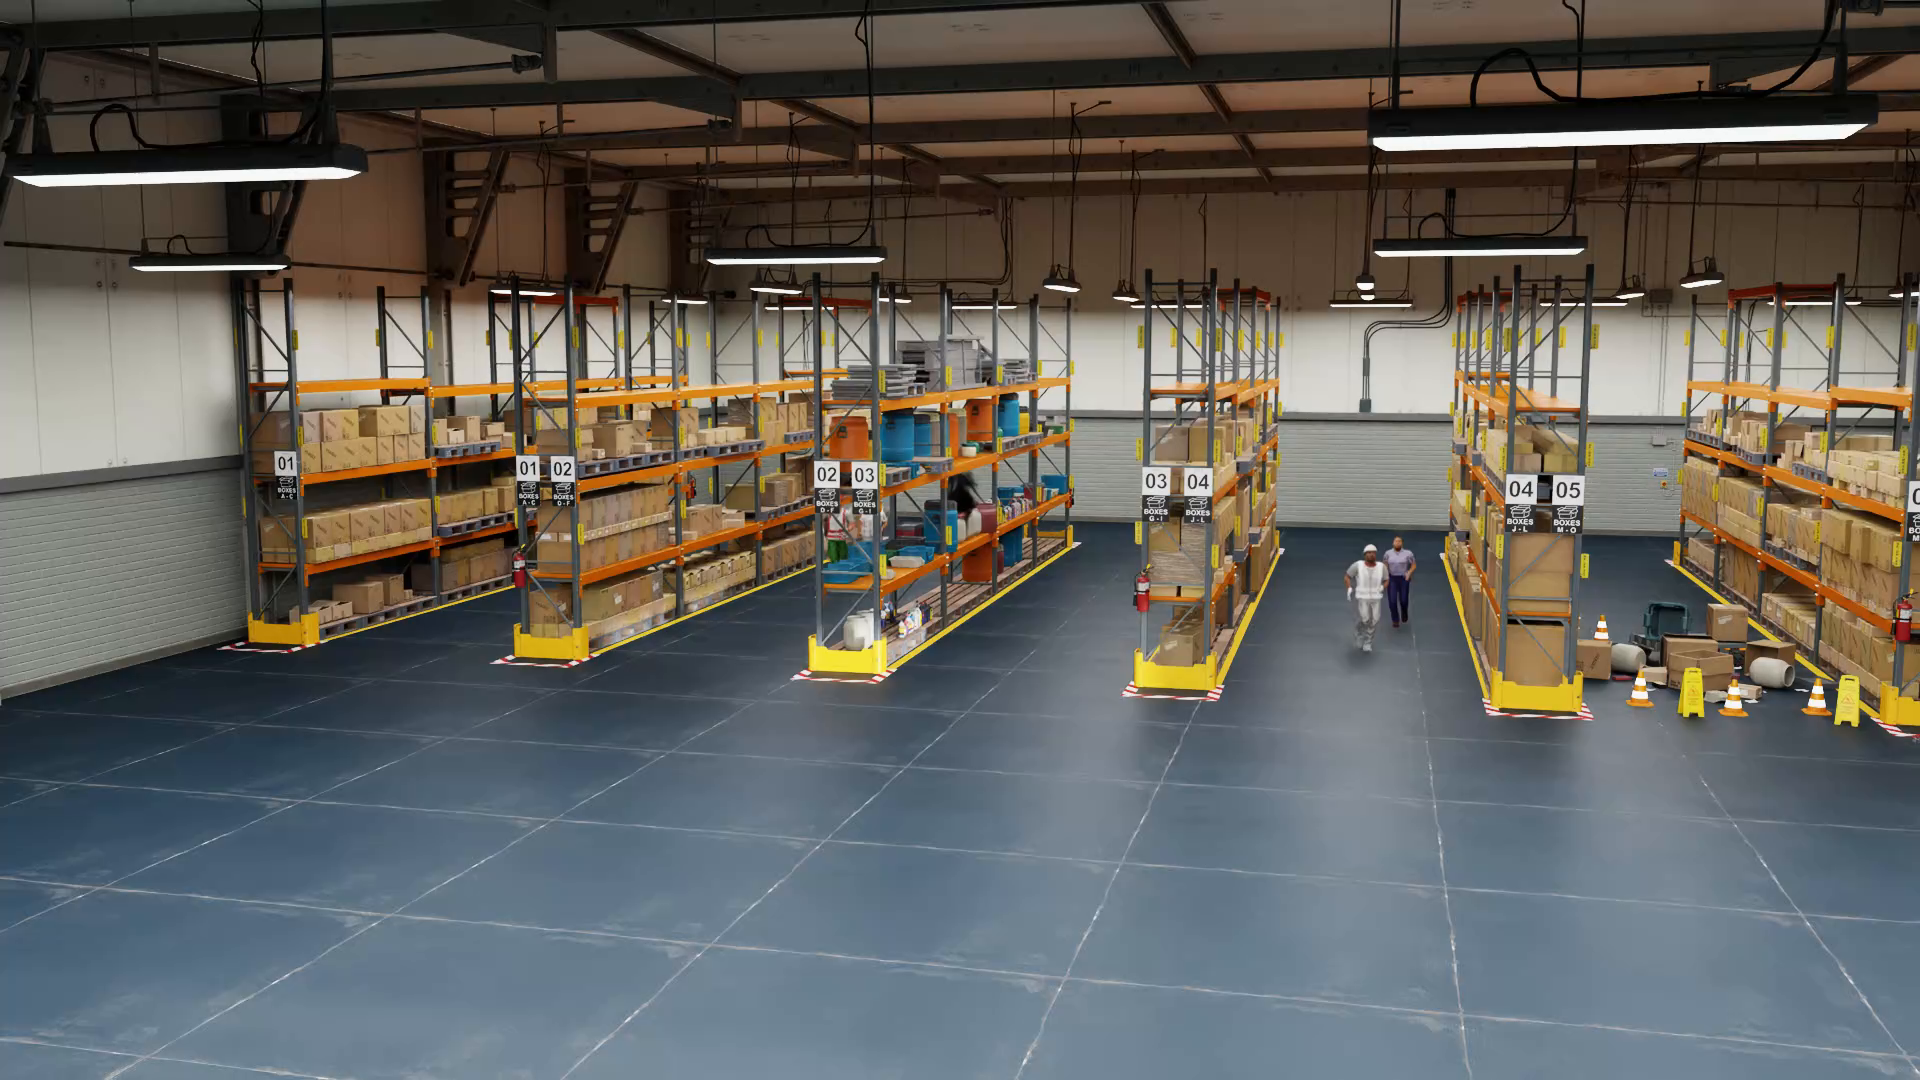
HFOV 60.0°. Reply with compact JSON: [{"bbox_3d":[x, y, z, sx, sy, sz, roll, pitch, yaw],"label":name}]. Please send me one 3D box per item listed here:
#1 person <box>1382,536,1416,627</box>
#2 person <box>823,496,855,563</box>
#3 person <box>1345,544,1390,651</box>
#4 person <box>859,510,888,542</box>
[{"bbox_3d":[7.661,0.724,29.108,0.586,1.601,0.543,3,7,21],"label":"person"},{"bbox_3d":[-2.377,0.009,31.966,0.690,1.768,0.715,0,7,3],"label":"person"},{"bbox_3d":[6.551,0.941,26.625,0.682,1.735,0.620,0,7,0],"label":"person"},{"bbox_3d":[-1.755,-0.071,33.324,0.616,1.628,0.508,1,7,11],"label":"person"}]
